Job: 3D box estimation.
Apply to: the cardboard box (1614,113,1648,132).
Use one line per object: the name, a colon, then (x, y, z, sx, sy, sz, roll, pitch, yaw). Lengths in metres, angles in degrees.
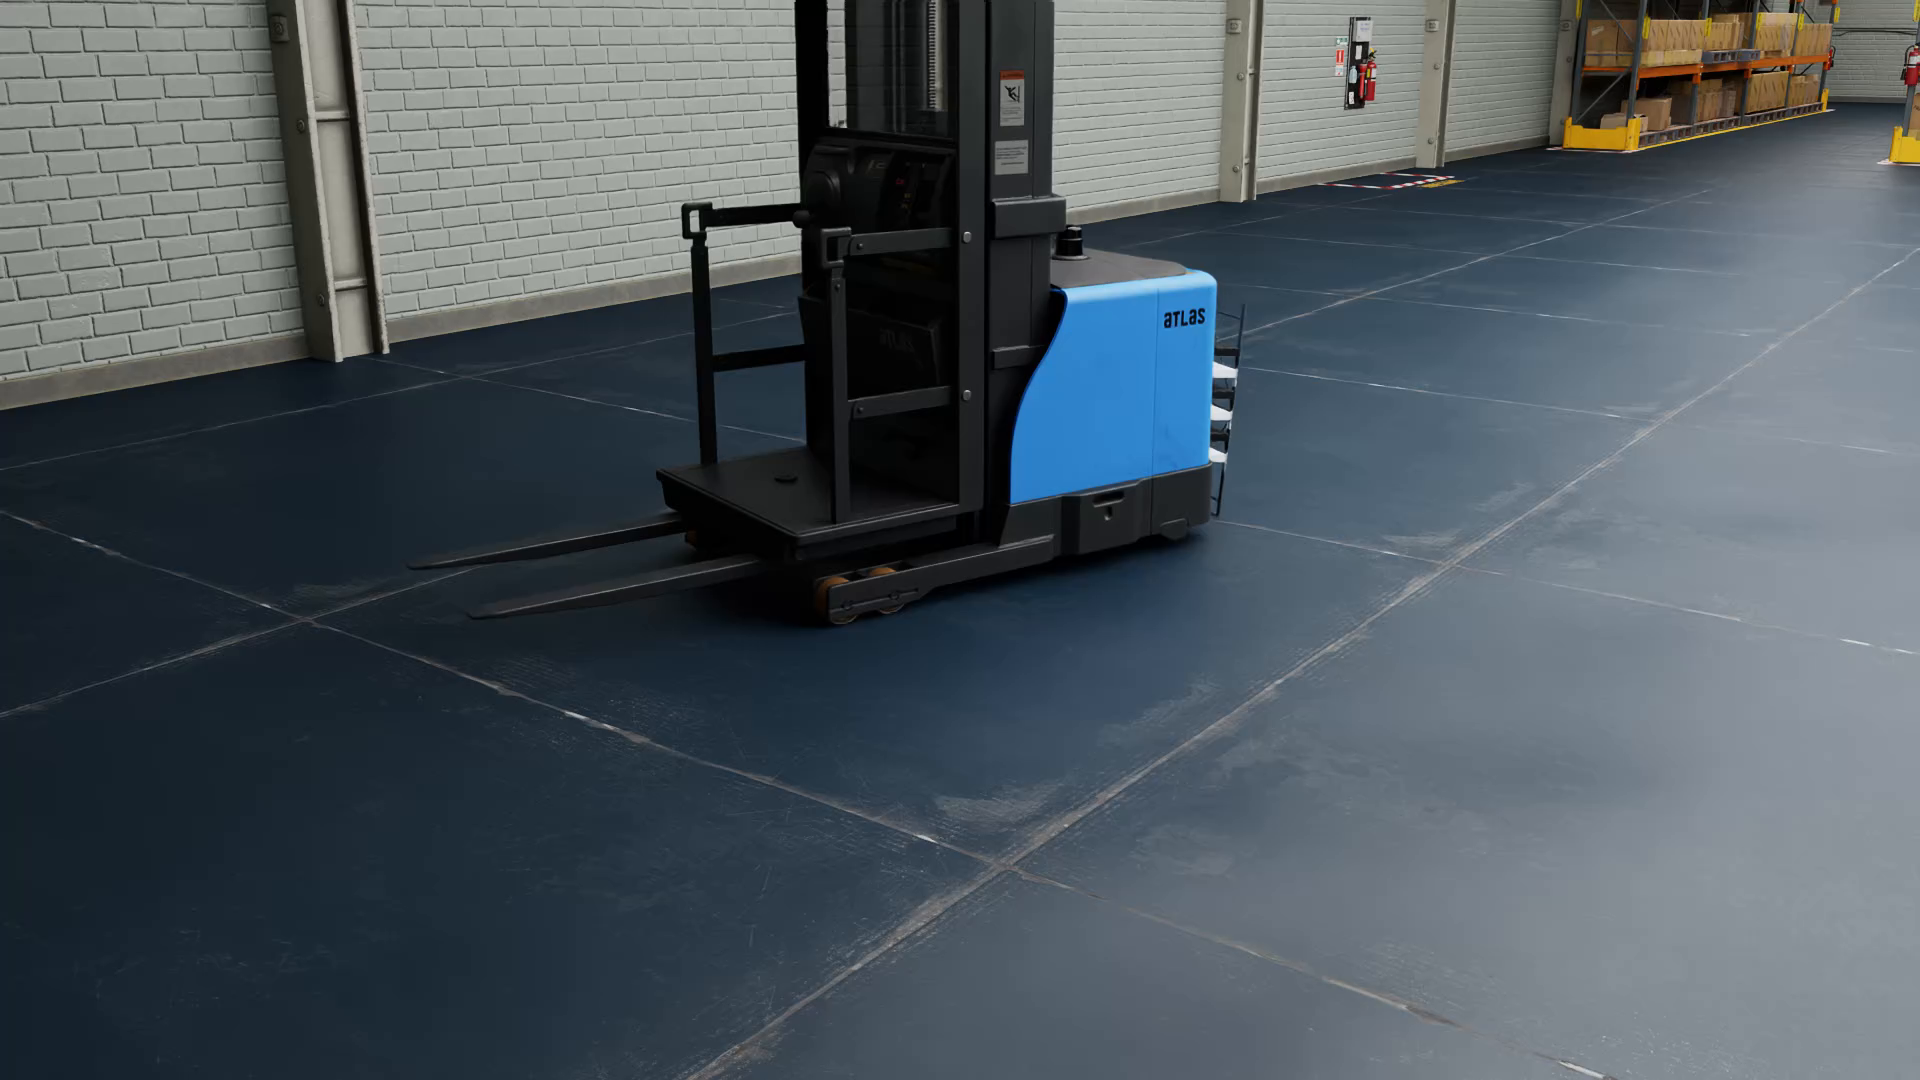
cardboard box: (11.534, -7.213, 28.705, 0.500, 0.311, 0.500, 15, 22, 39)

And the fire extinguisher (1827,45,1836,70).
fire extinguisher: (20.704, -11.553, 39.647, 0.296, 0.674, 0.183, 12, 21, 35)

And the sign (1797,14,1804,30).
sign: (18.302, -11.282, 36.198, 0.100, 0.325, 0.005, 12, 21, 35)

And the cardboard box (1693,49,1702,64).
cardboard box: (13.055, -8.727, 30.007, 0.500, 0.250, 0.500, 12, 21, 35)

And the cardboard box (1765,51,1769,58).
cardboard box: (16.764, -10.202, 34.929, 0.380, 0.149, 0.250, 13, 21, 35)

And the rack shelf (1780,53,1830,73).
rack shelf: (19.052, -10.993, 38.300, 1.077, 0.370, 4.000, 12, 21, 35)

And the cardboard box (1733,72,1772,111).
cardboard box: (16.547, -9.441, 35.005, 0.750, 0.750, 0.750, 12, 21, 34)

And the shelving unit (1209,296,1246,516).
shelving unit: (0.998, -0.563, 7.013, 0.210, 0.900, 0.258, -2, 17, -23)

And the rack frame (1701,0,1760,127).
rack frame: (15.477, -9.908, 33.591, 1.000, 3.000, 0.127, 12, 21, 35)

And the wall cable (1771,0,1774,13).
wall cable: (20.247, -12.771, 41.096, 0.084, 1.984, 1.851, 12, 21, 35)

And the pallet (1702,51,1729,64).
pallet: (13.666, -9.020, 31.055, 1.003, 0.211, 1.213, 12, 21, 35)

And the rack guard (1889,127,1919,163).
rack guard: (14.676, -5.928, 24.992, 1.175, 0.500, 0.348, 12, 21, 35)

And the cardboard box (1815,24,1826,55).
cardboard box: (19.523, -11.658, 38.721, 0.980, 0.700, 0.700, 12, 21, 34)

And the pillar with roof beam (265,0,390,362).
pillar with roof beam: (-0.410, -4.710, 6.737, 9.100, 9.000, 0.400, 12, 21, 35)

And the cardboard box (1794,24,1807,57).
cardboard box: (18.196, -11.130, 37.021, 0.980, 0.700, 0.700, 13, 21, 36)

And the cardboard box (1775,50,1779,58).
cardboard box: (17.255, -10.382, 35.507, 0.380, 0.149, 0.250, 12, 21, 35)

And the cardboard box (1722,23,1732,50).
cardboard box: (14.480, -9.751, 32.176, 0.700, 0.500, 0.500, 12, 21, 35)

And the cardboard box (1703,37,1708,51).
cardboard box: (13.424, -9.328, 30.814, 0.700, 0.500, 0.500, 12, 21, 35)

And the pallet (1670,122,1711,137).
pallet: (13.556, -7.809, 31.535, 1.003, 0.211, 1.213, 12, 21, 35)

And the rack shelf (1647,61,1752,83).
rack shelf: (14.285, -9.088, 32.164, 1.077, 0.370, 4.000, 12, 21, 35)

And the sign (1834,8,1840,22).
sign: (20.671, -12.380, 39.200, 0.100, 0.325, 0.005, 12, 21, 35)

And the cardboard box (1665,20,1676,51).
cardboard box: (11.851, -8.597, 28.324, 0.500, 0.500, 0.500, 12, 21, 33)

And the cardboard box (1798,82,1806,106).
cardboard box: (18.998, -10.268, 38.258, 0.700, 0.500, 0.500, 13, 21, 36)

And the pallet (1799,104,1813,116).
pallet: (19.102, -9.988, 38.551, 1.003, 0.211, 1.213, 12, 21, 35)

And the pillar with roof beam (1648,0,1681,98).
pillar with roof beam: (17.465, -11.855, 29.747, 9.100, 9.000, 0.400, 12, 21, 35)

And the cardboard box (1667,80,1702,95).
cardboard box: (13.778, -8.613, 31.631, 0.500, 0.250, 0.500, 12, 21, 34)

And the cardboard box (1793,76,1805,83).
cardboard box: (19.049, -10.511, 37.946, 0.380, 0.149, 0.250, 12, 21, 33)

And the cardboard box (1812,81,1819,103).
cardboard box: (19.907, -10.636, 39.441, 0.700, 0.500, 0.500, 12, 21, 35)

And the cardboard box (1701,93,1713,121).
cardboard box: (14.123, -8.396, 32.196, 0.700, 0.500, 0.500, 13, 21, 35)

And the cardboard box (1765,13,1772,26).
cardboard box: (16.274, -10.656, 34.032, 0.500, 0.250, 0.500, 12, 21, 34)

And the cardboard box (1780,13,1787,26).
cardboard box: (17.171, -11.020, 35.204, 0.500, 0.250, 0.500, 13, 21, 36)

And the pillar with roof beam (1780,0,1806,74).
pillar with roof beam: (24.615, -14.713, 38.950, 9.100, 9.000, 0.400, 12, 21, 35)

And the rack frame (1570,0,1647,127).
rack frame: (10.710, -8.002, 27.455, 1.000, 3.000, 0.127, 12, 21, 35)

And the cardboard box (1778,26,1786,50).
cardboard box: (17.185, -10.664, 35.322, 0.500, 0.500, 0.500, 12, 21, 35)

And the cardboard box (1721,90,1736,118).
cardboard box: (15.090, -8.743, 33.315, 0.700, 0.500, 0.500, 13, 21, 35)

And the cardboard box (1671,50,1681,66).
cardboard box: (12.165, -8.367, 28.848, 0.500, 0.250, 0.500, 13, 21, 35)

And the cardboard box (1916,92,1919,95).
cardboard box: (15.355, -6.795, 26.229, 0.500, 0.500, 0.500, 12, 21, 35)

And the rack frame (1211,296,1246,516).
rack frame: (1.092, -0.566, 7.053, 0.006, 0.900, 0.240, -2, 17, -23)

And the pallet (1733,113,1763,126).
pallet: (16.007, -8.751, 34.566, 1.003, 0.211, 1.213, 12, 21, 35)

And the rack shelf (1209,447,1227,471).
rack shelf: (0.981, -0.358, 7.069, 0.200, 0.077, 0.258, -2, 17, -23)

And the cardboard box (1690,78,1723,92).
cardboard box: (14.700, -8.977, 32.802, 0.500, 0.250, 0.500, 13, 21, 36)

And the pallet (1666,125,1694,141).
pallet: (12.722, -7.457, 30.401, 1.003, 0.211, 1.213, 12, 21, 35)

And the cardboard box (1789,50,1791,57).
cardboard box: (17.886, -10.620, 36.273, 0.380, 0.149, 0.250, 13, 21, 35)

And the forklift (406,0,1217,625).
forklift: (-0.480, -1.281, 5.927, 3.031, 2.935, 1.130, -12, 21, -33)

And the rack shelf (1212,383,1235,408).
rack shelf: (1.003, -0.618, 6.998, 0.200, 0.077, 0.258, -2, 17, -23)

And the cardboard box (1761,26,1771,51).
cardboard box: (16.291, -10.301, 34.152, 0.500, 0.500, 0.500, 13, 22, 36)

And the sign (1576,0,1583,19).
sign: (10.276, -8.809, 27.568, 0.100, 0.325, 0.005, 12, 21, 35)

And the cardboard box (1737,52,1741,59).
cardboard box: (15.859, -9.835, 33.746, 0.380, 0.149, 0.250, 12, 21, 34)

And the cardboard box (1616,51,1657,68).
cardboard box: (11.256, -8.000, 27.668, 0.500, 0.250, 0.500, 12, 21, 33)

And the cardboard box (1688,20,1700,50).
cardboard box: (12.767, -8.964, 29.506, 0.500, 0.500, 0.500, 12, 21, 34)

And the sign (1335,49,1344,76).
sign: (4.942, -6.215, 21.638, 0.001, 0.329, 0.234, 12, 21, 35)

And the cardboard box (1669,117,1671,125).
cardboard box: (12.799, -7.679, 30.451, 0.380, 0.166, 0.250, 9, 20, 28)
